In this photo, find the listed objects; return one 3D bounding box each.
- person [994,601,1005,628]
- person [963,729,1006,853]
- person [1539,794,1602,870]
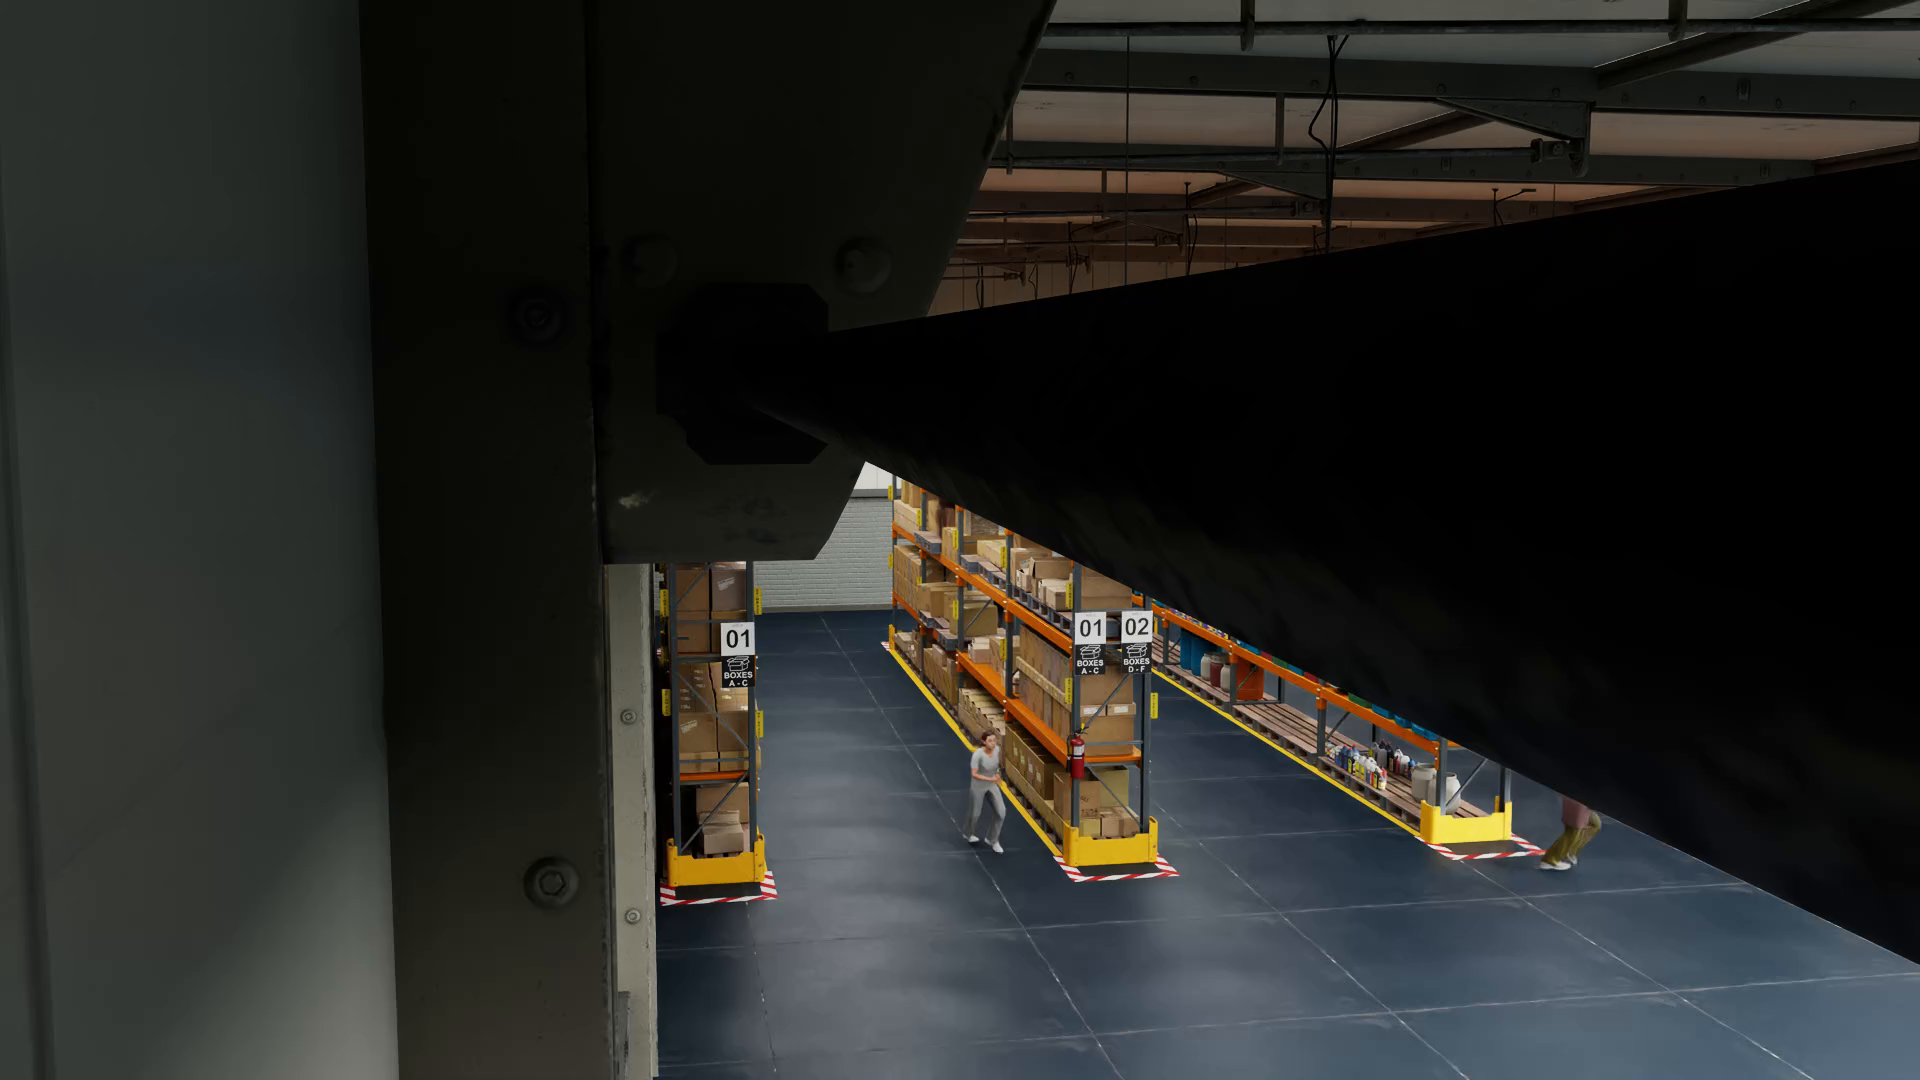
[{"bbox_3d":[0.828,1.581,36.715,0.693,1.683,0.993,-1,6,-10],"label":"person"},{"bbox_3d":[0.322,3.223,21.488,0.573,1.640,0.896,-3,7,-28],"label":"person"},{"bbox_3d":[7.700,3.263,20.561,0.977,1.669,0.682,1,6,10],"label":"person"}]
